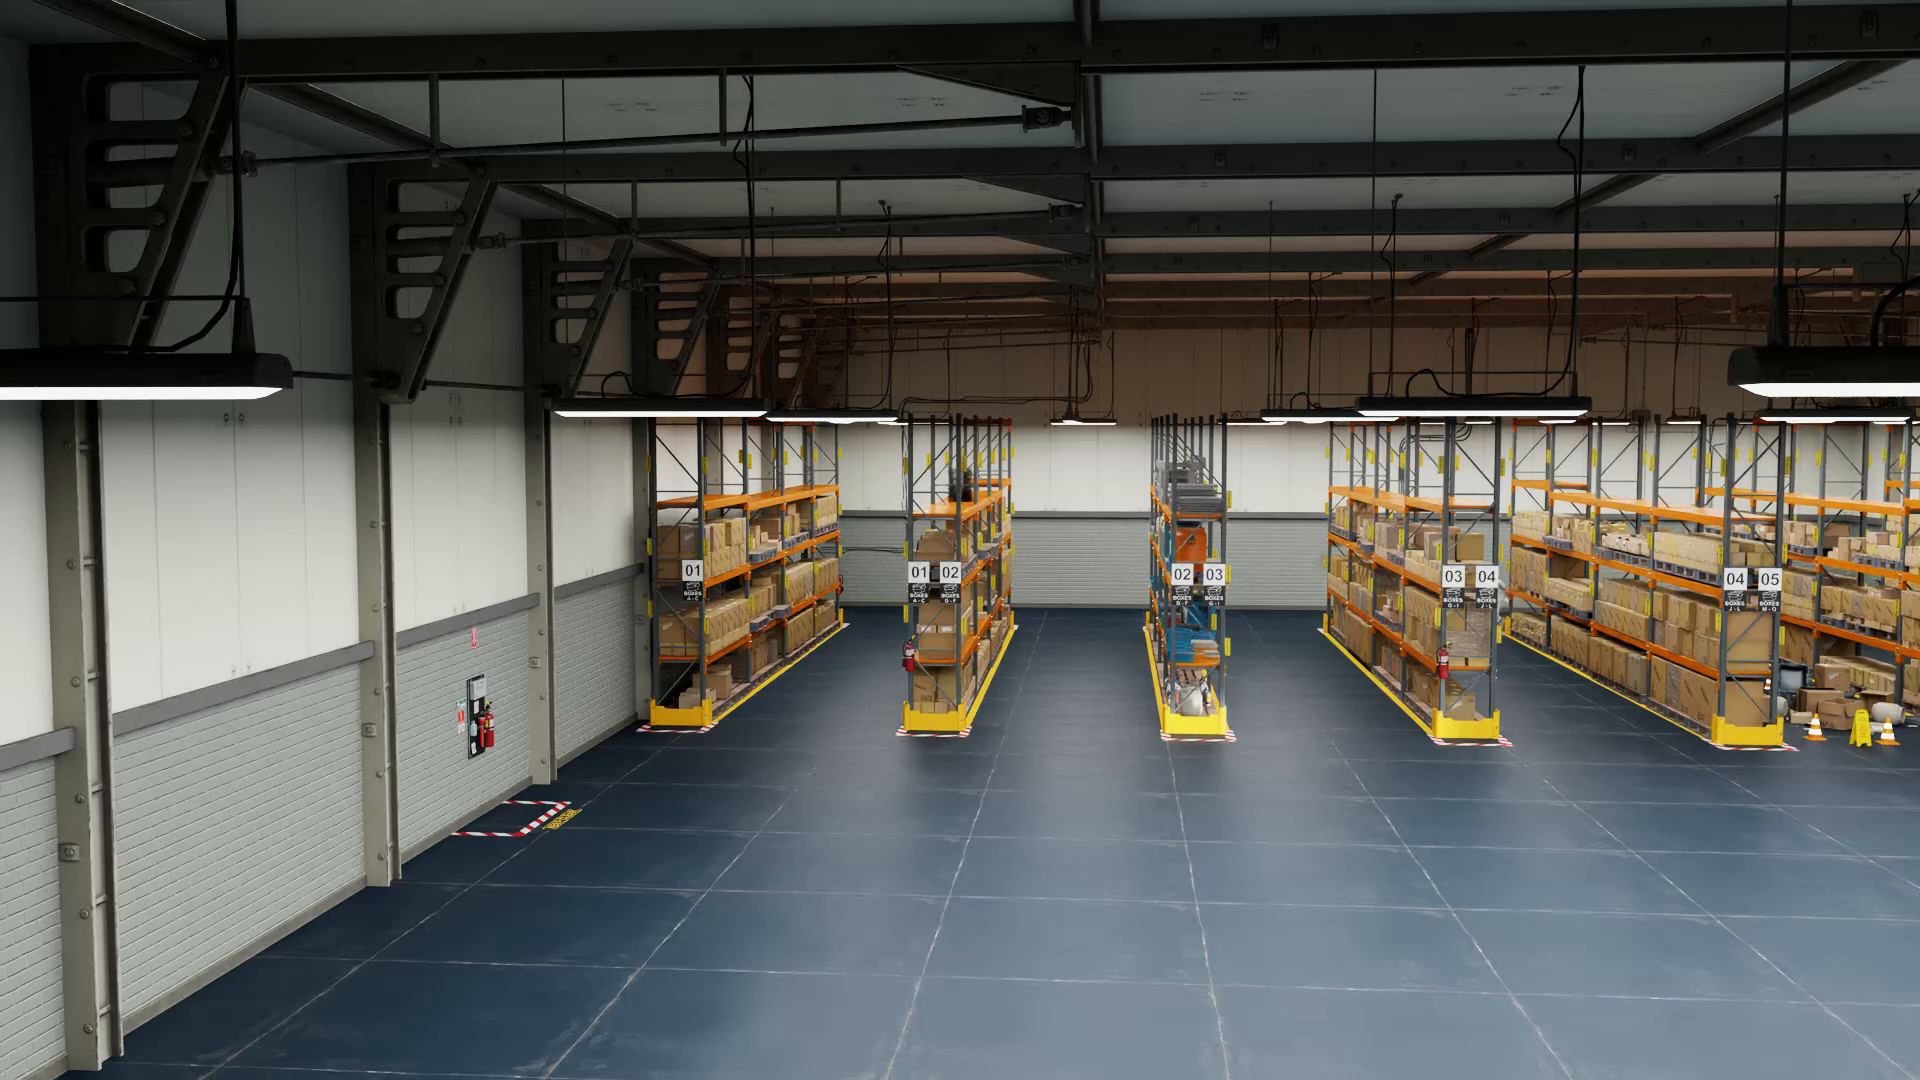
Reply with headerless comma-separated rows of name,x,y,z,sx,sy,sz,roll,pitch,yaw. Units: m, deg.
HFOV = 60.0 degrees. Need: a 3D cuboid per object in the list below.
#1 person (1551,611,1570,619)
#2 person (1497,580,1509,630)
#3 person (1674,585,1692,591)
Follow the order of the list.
person,17.072,1.705,47.598,0.826,1.607,0.541,-1,4,-11
person,15.190,1.719,47.128,0.664,1.690,0.715,-1,4,-19
person,20.532,1.726,46.852,0.865,1.754,0.685,0,4,7
